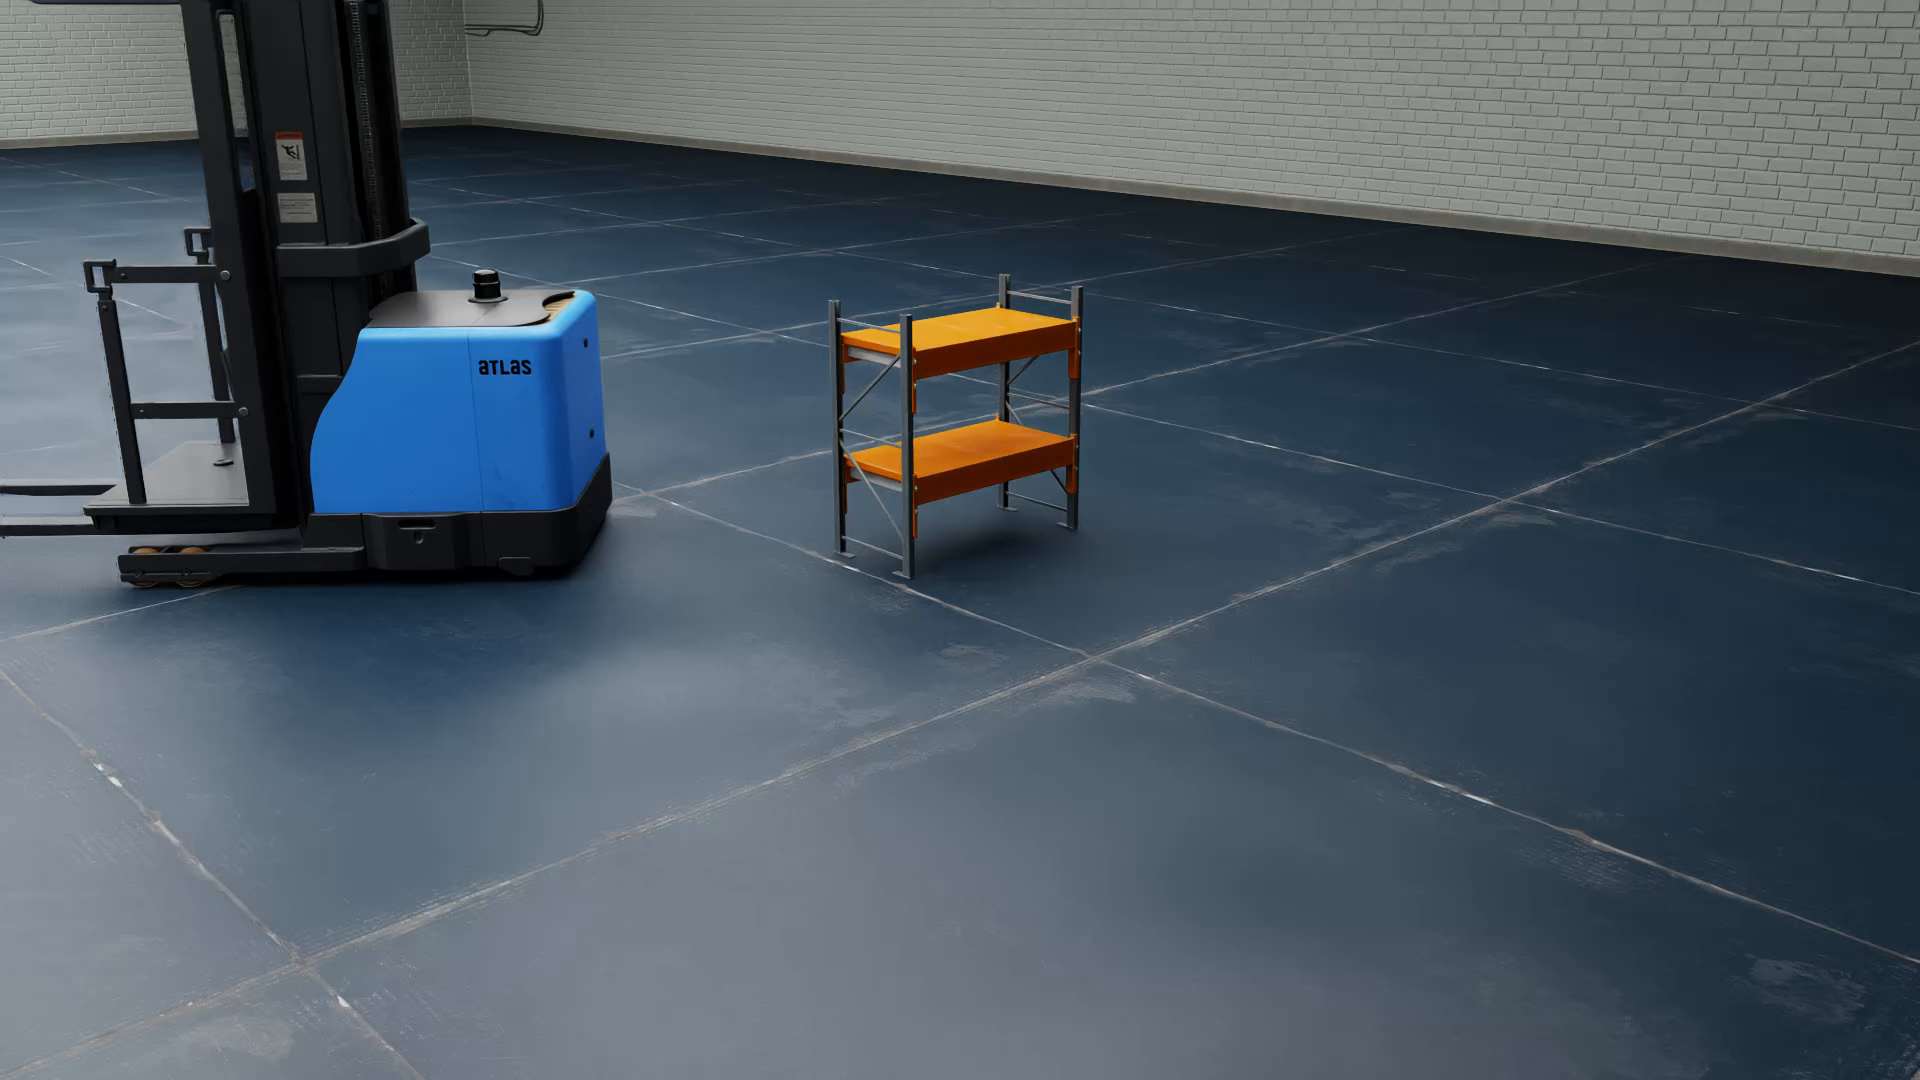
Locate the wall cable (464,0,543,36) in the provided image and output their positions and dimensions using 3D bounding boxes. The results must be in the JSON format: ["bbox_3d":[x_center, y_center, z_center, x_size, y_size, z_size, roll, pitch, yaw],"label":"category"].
[{"bbox_3d":[-8.681,-10.721,31.066,0.112,2.526,3.097,-16,24,-41],"label":"wall cable"}]

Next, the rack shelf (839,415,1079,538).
[{"bbox_3d":[-0.005,-0.301,7.454,1.000,0.278,0.538,-16,24,-41],"label":"rack shelf"}]

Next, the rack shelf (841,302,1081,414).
[{"bbox_3d":[-0.005,-0.812,7.288,1.000,0.278,0.538,-16,24,-41],"label":"rack shelf"}]

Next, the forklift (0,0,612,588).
[{"bbox_3d":[-3.145,-1.360,6.998,3.031,2.935,1.130,-1,18,-2],"label":"forklift"}]

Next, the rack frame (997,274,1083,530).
[{"bbox_3d":[0.364,-0.641,7.711,0.032,1.125,0.500,-16,24,-41],"label":"rack frame"}]

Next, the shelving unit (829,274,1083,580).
[{"bbox_3d":[-0.005,-0.534,7.378,1.048,1.125,0.538,-16,24,-41],"label":"shelving unit"}]

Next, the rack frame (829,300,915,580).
[{"bbox_3d":[-0.374,-0.426,7.046,0.032,1.125,0.500,-16,24,-41],"label":"rack frame"}]
